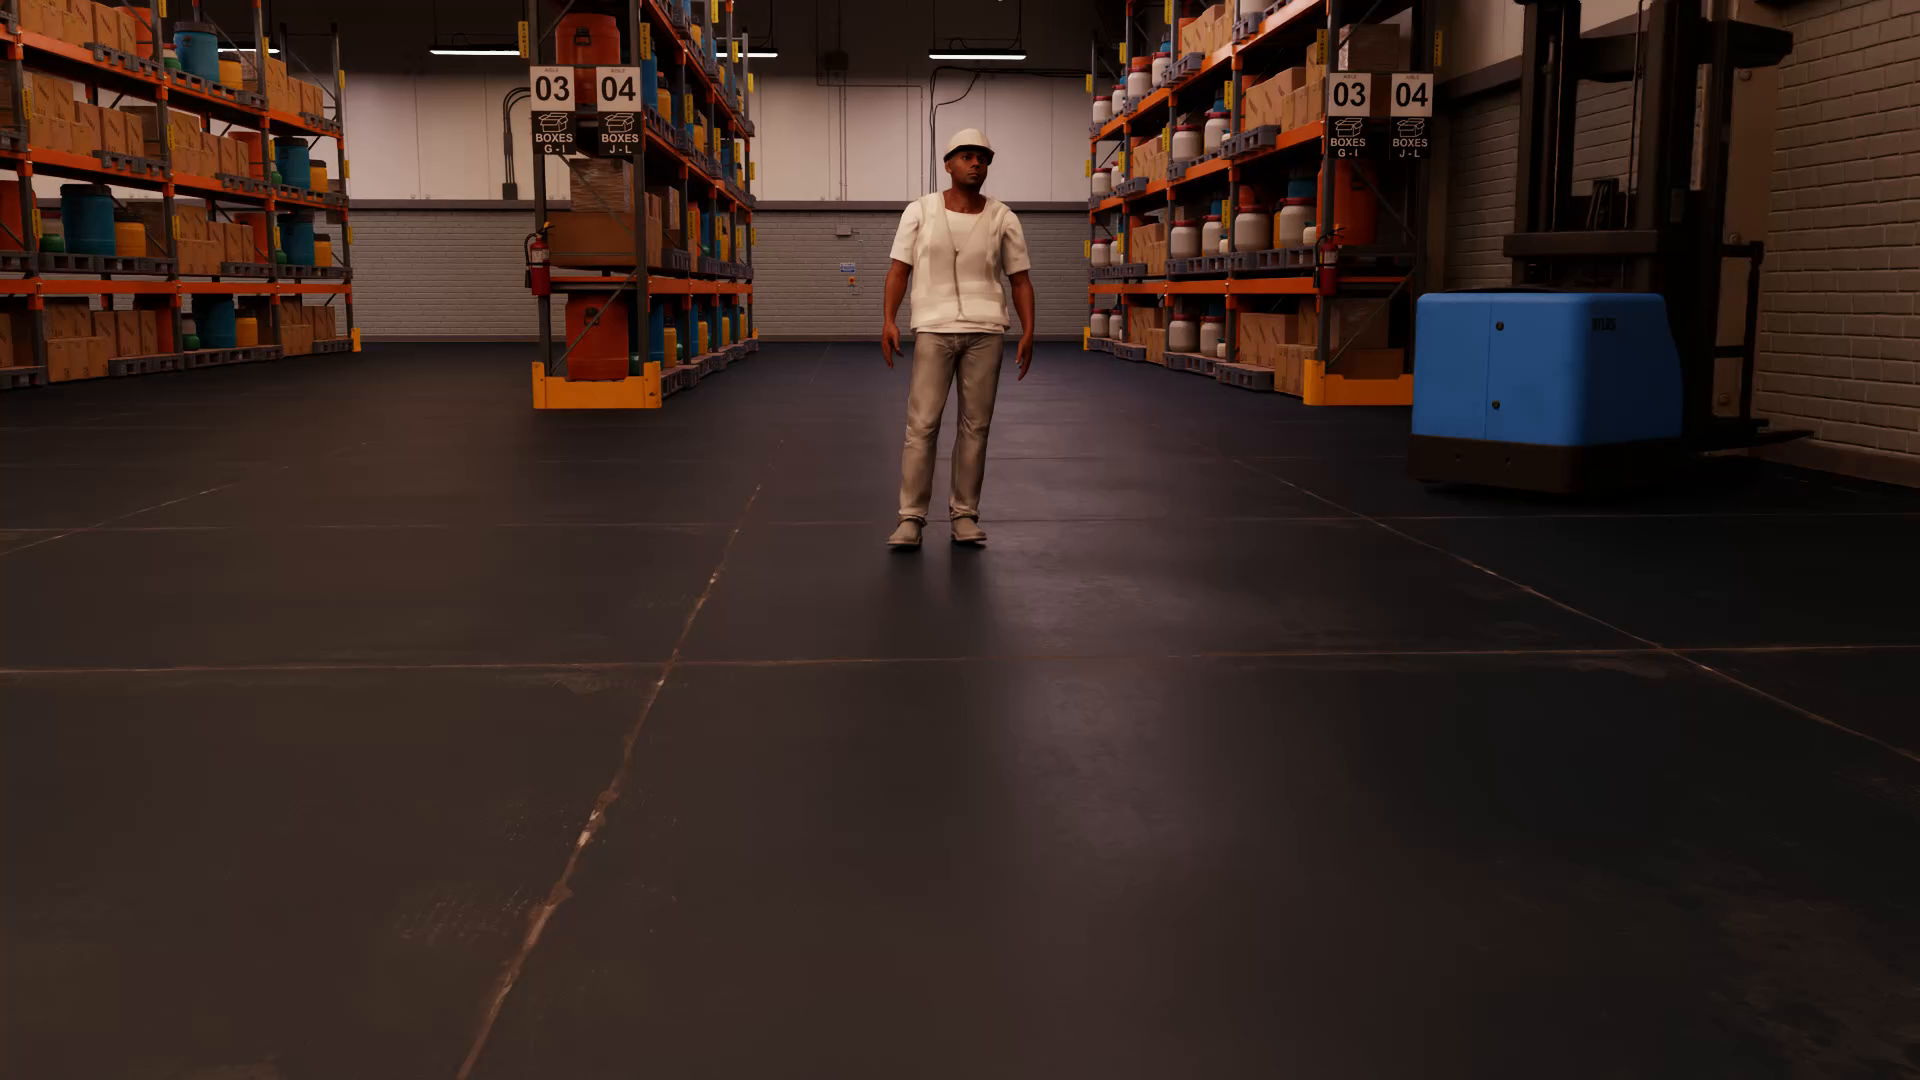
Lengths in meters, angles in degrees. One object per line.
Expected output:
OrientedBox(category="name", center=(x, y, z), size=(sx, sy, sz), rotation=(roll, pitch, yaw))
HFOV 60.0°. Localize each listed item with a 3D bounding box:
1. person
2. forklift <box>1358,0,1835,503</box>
OrientedBox(category="person", center=(-0.002, -0.871, 7.110), size=(0.665, 1.766, 0.576), rotation=(-1, 8, -4))
OrientedBox(category="forklift", center=(3.724, -1.770, 9.252), size=(3.031, 2.935, 1.130), rotation=(-5, 10, -29))
